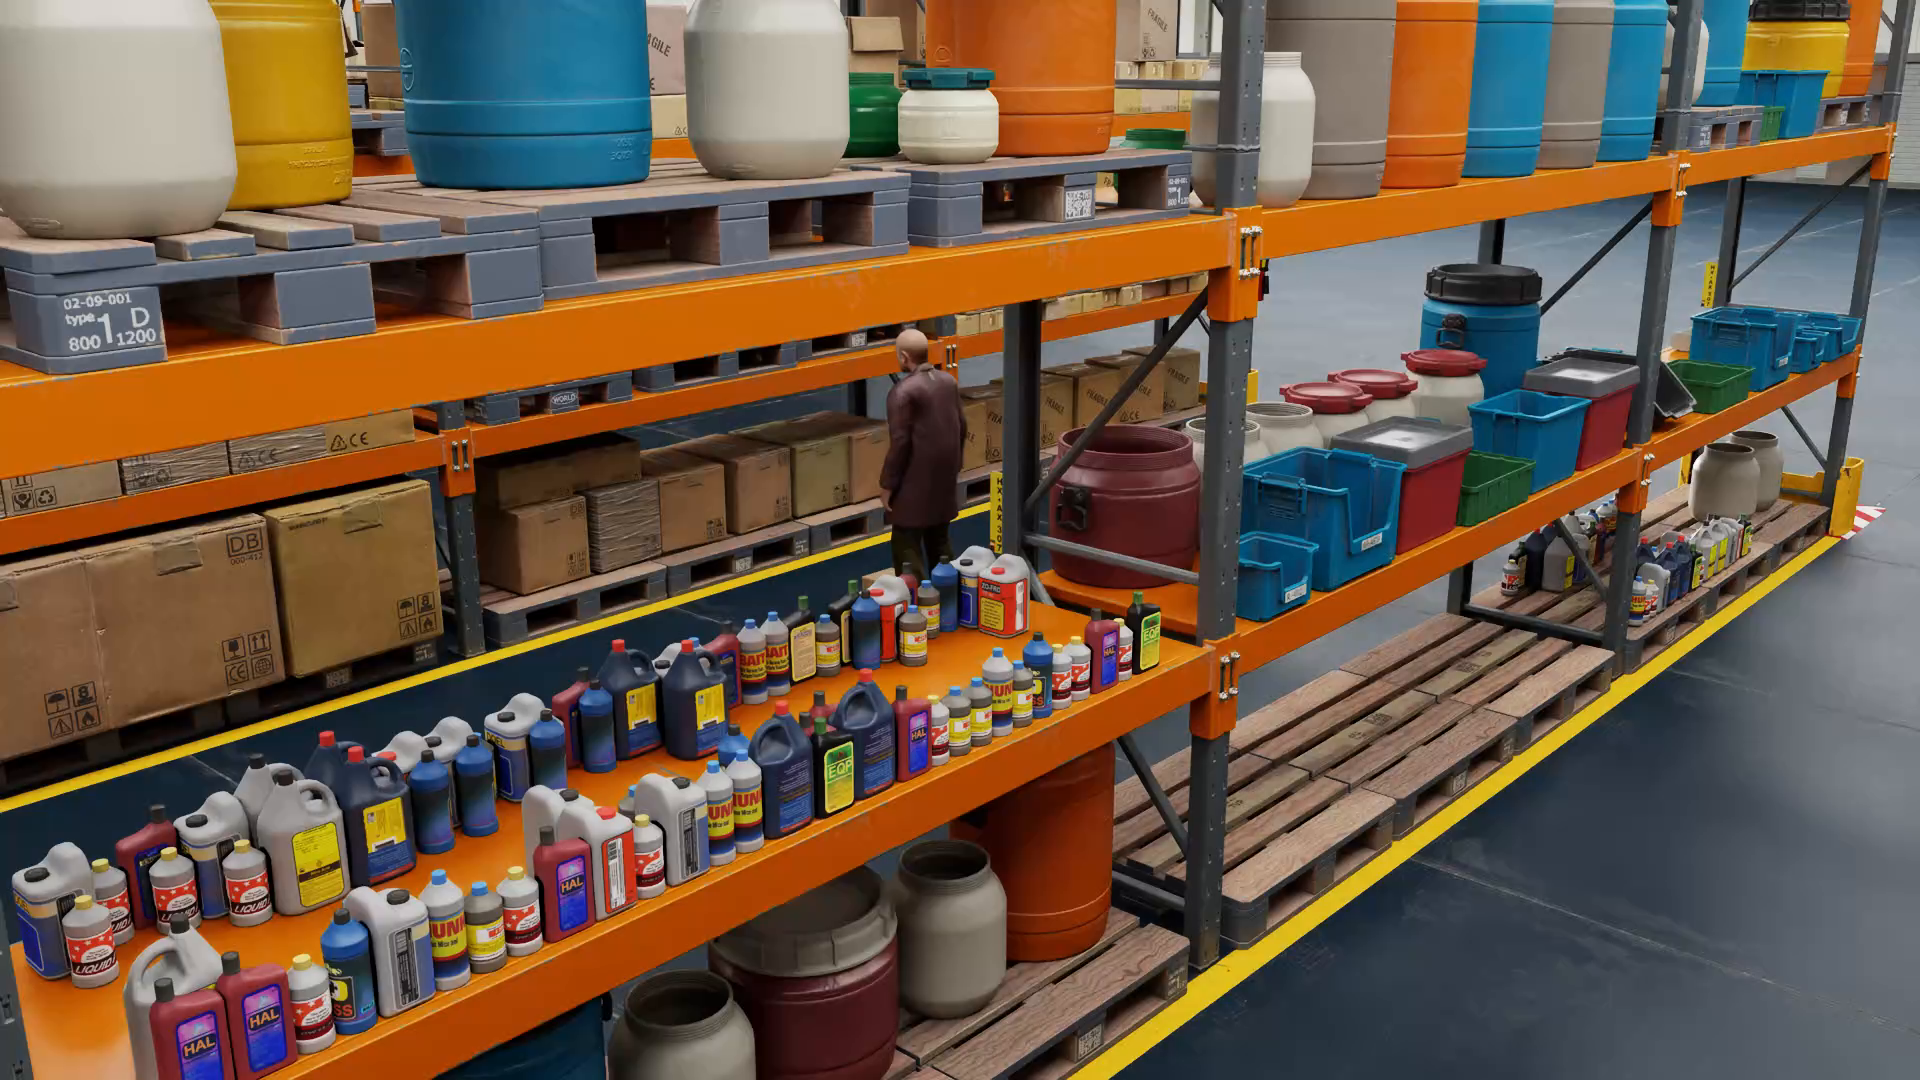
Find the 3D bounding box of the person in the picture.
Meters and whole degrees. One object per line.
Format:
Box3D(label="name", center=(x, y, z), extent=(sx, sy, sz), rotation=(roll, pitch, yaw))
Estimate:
Box3D(label="person", center=(-0.224, -0.347, 9.726), extent=(0.427, 1.774, 0.644), rotation=(14, 22, 40))
